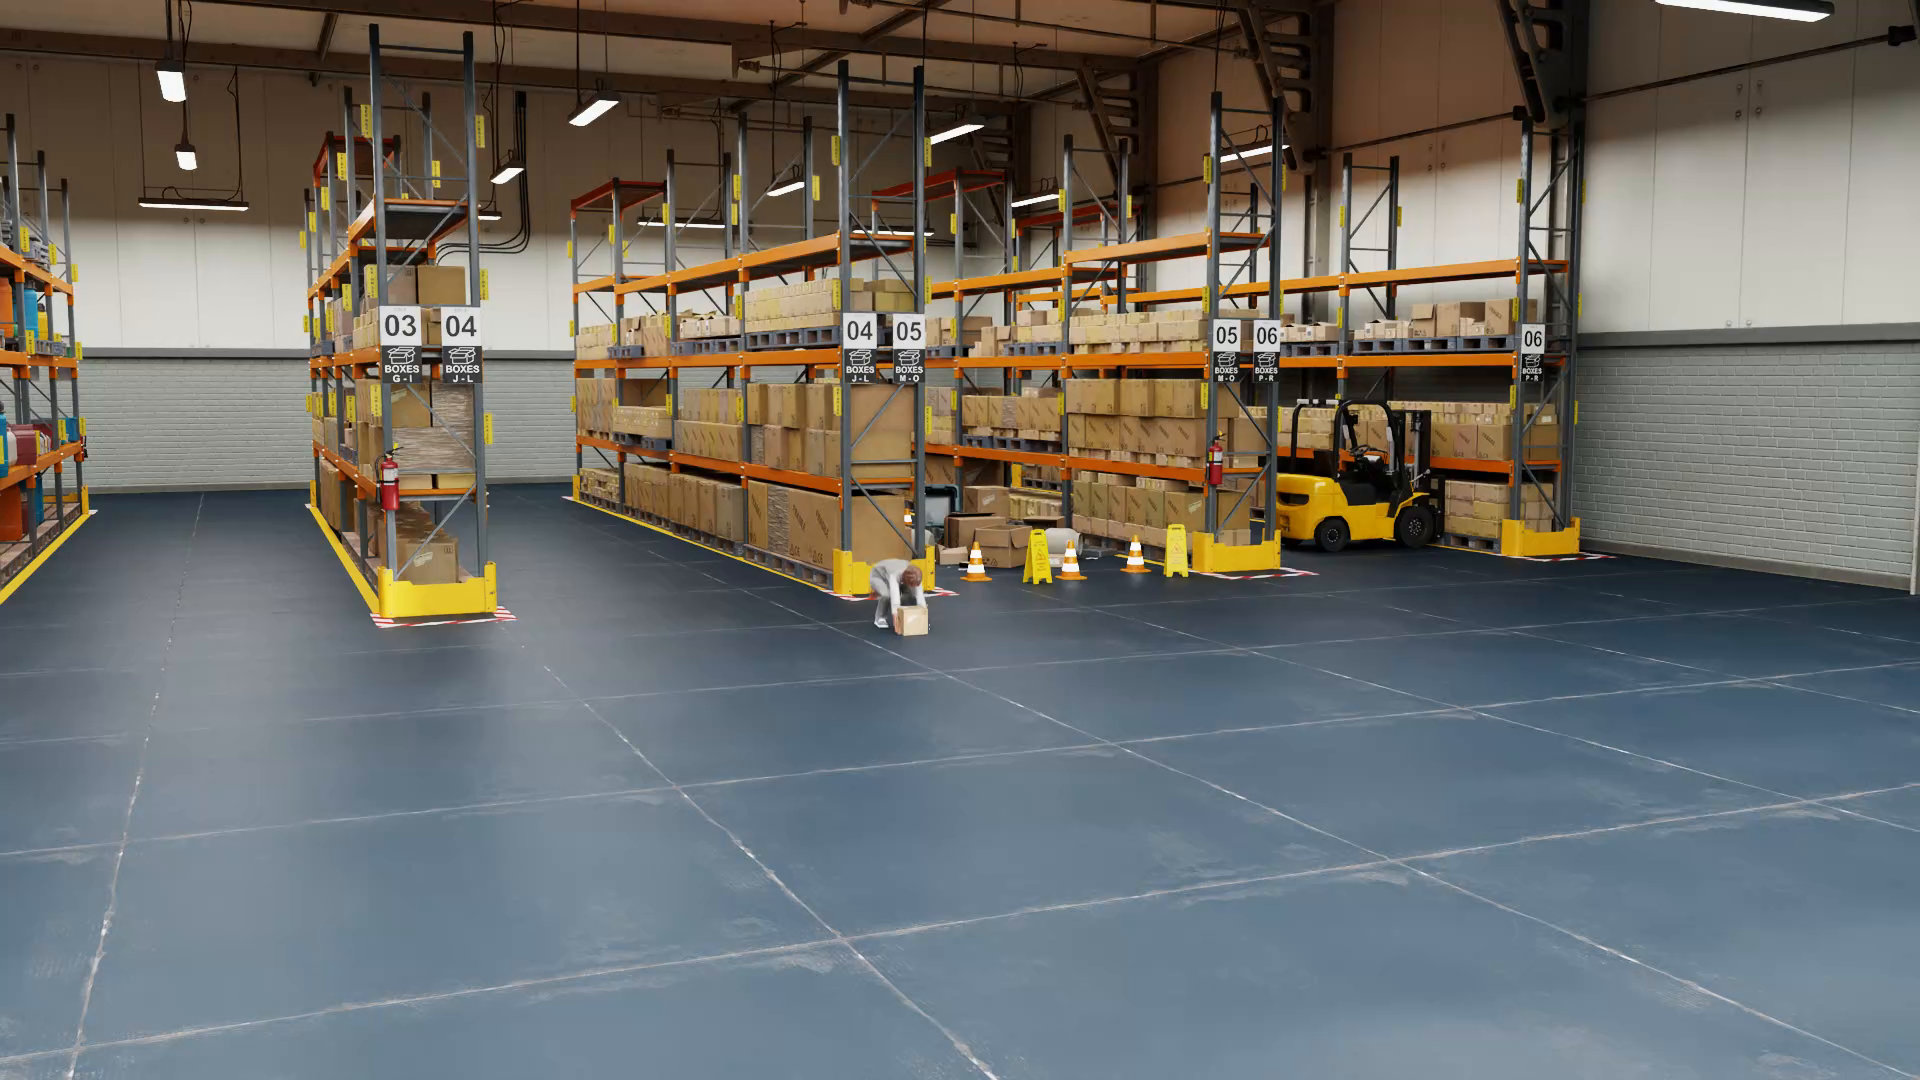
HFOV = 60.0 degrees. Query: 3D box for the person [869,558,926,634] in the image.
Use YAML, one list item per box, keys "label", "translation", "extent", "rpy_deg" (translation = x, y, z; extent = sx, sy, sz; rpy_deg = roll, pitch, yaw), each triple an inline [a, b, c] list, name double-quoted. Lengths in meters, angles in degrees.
- label: "person"
  translation: [-0.609, 0.547, 16.418]
  extent: [0.420, 0.715, 0.869]
  rpy_deg: [-3, 6, -25]
